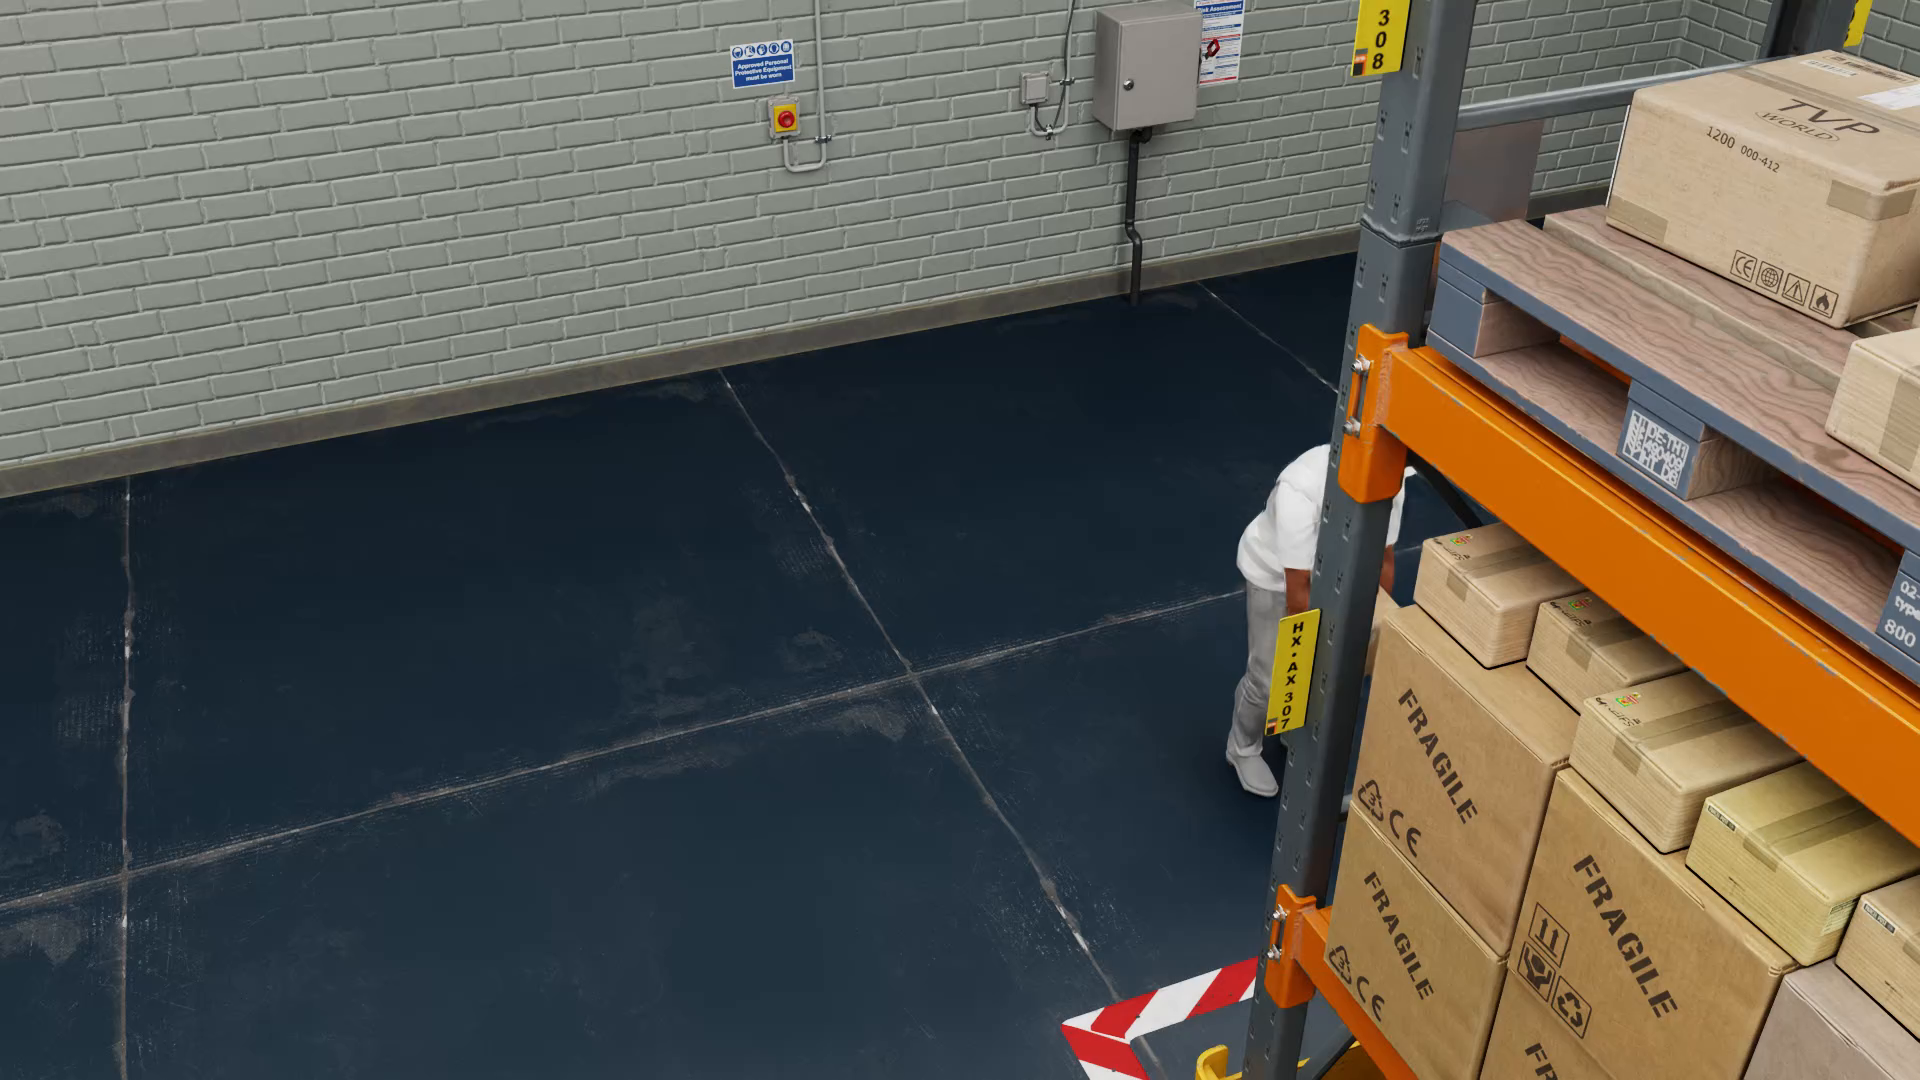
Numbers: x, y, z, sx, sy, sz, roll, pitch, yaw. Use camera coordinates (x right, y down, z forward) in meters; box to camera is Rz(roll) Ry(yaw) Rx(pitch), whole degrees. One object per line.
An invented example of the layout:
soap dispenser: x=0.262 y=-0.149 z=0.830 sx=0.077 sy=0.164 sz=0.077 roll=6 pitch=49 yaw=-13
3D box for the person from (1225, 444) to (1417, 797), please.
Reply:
person: x=1.281 y=0.201 z=5.878 sx=0.488 sy=1.693 sz=0.636 roll=-14 pitch=36 yaw=-20
